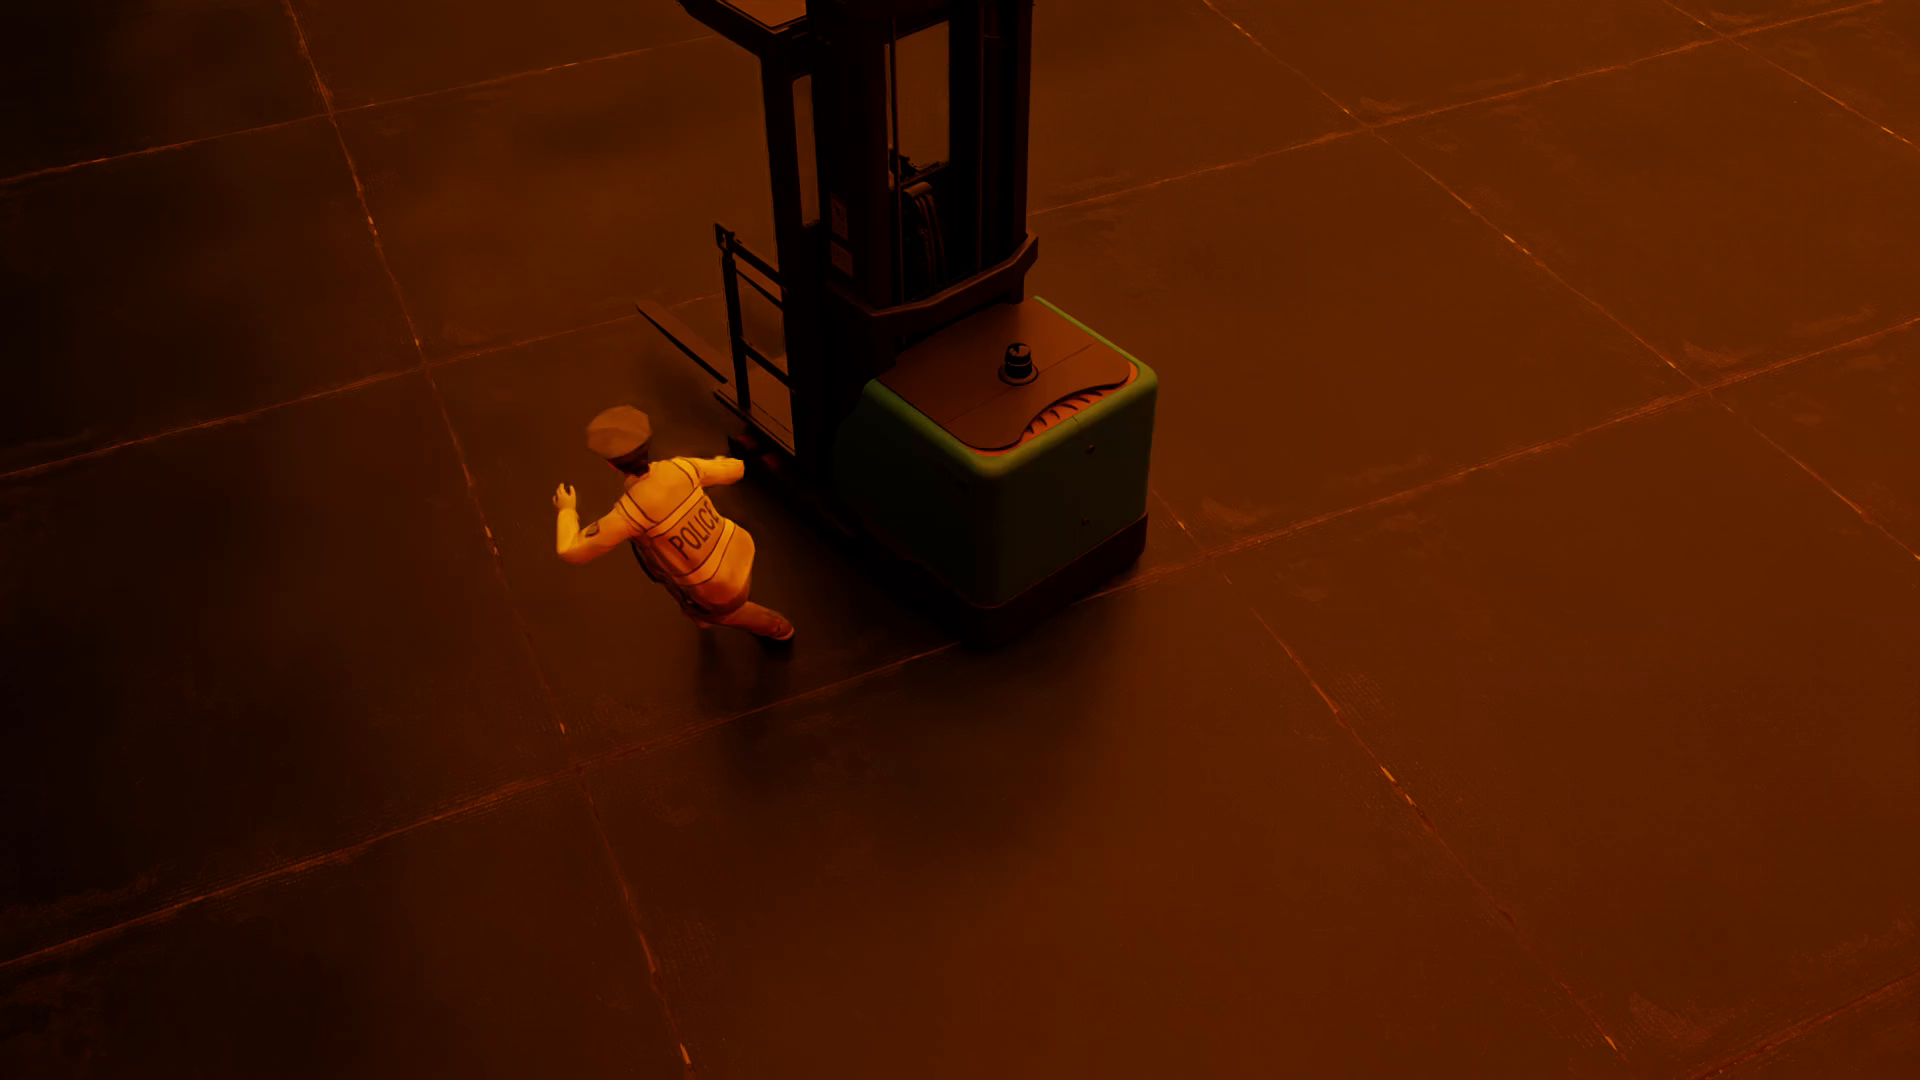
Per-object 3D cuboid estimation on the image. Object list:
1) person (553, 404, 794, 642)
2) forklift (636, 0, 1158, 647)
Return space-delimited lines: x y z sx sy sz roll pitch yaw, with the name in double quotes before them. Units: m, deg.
"person" -1.172 0.015 6.755 0.822 1.434 0.908 14 45 15
"forklift" -0.487 -1.538 7.328 1.130 2.935 3.031 -31 51 -29
